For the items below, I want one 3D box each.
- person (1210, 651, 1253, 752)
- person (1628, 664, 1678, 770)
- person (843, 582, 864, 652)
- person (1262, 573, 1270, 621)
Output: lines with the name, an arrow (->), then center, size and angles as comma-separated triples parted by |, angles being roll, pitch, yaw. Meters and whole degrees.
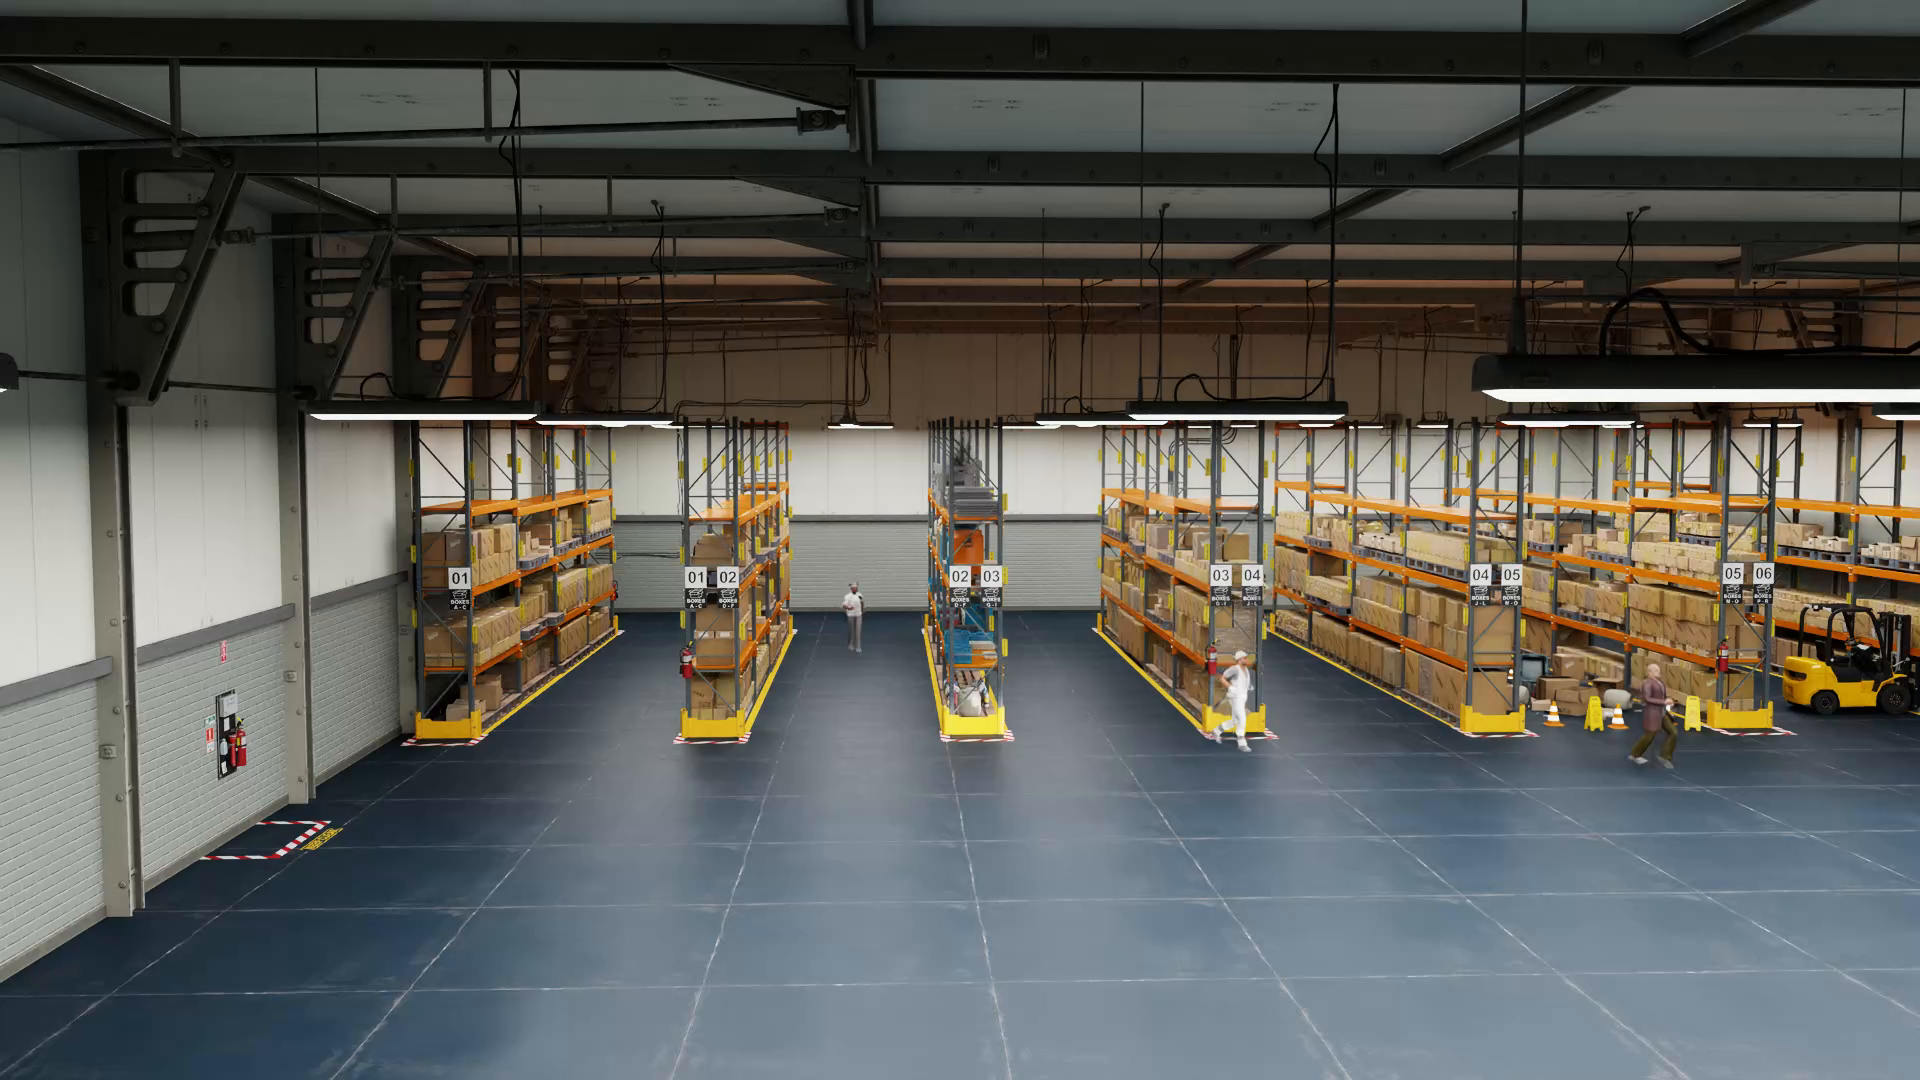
person -> 5.014, 2.893, 30.140 | 0.898, 1.775, 0.696 | 3, 5, 40
person -> 11.840, 3.013, 28.335 | 0.723, 1.820, 0.826 | -3, 5, -38
person -> -2.607, 1.897, 41.059 | 0.579, 1.730, 0.853 | -1, 4, -15
person -> 8.835, 1.737, 48.975 | 0.771, 1.571, 0.753 | -2, 4, -22
